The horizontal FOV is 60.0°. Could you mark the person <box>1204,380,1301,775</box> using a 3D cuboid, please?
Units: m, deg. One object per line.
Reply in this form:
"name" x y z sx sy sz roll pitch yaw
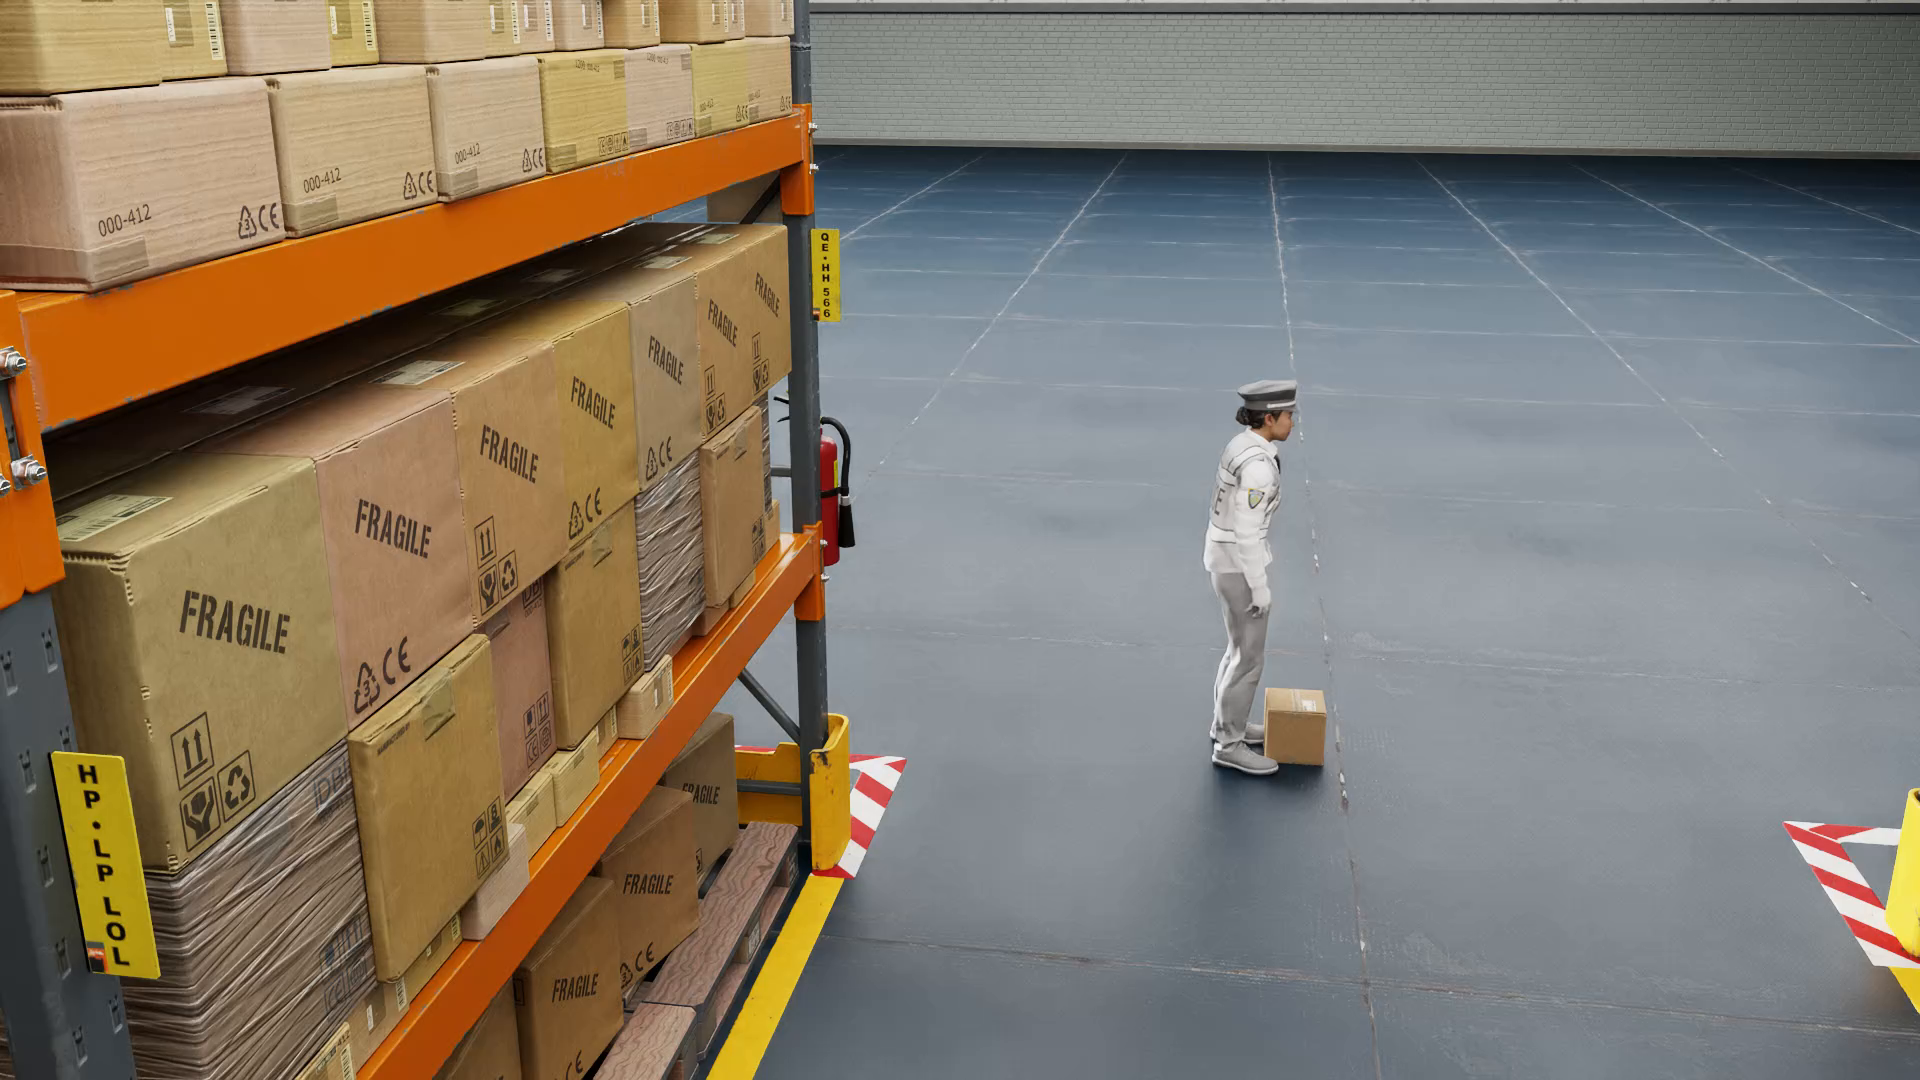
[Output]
"person" 1.233 0.134 7.131 0.369 1.667 0.547 2 18 6
